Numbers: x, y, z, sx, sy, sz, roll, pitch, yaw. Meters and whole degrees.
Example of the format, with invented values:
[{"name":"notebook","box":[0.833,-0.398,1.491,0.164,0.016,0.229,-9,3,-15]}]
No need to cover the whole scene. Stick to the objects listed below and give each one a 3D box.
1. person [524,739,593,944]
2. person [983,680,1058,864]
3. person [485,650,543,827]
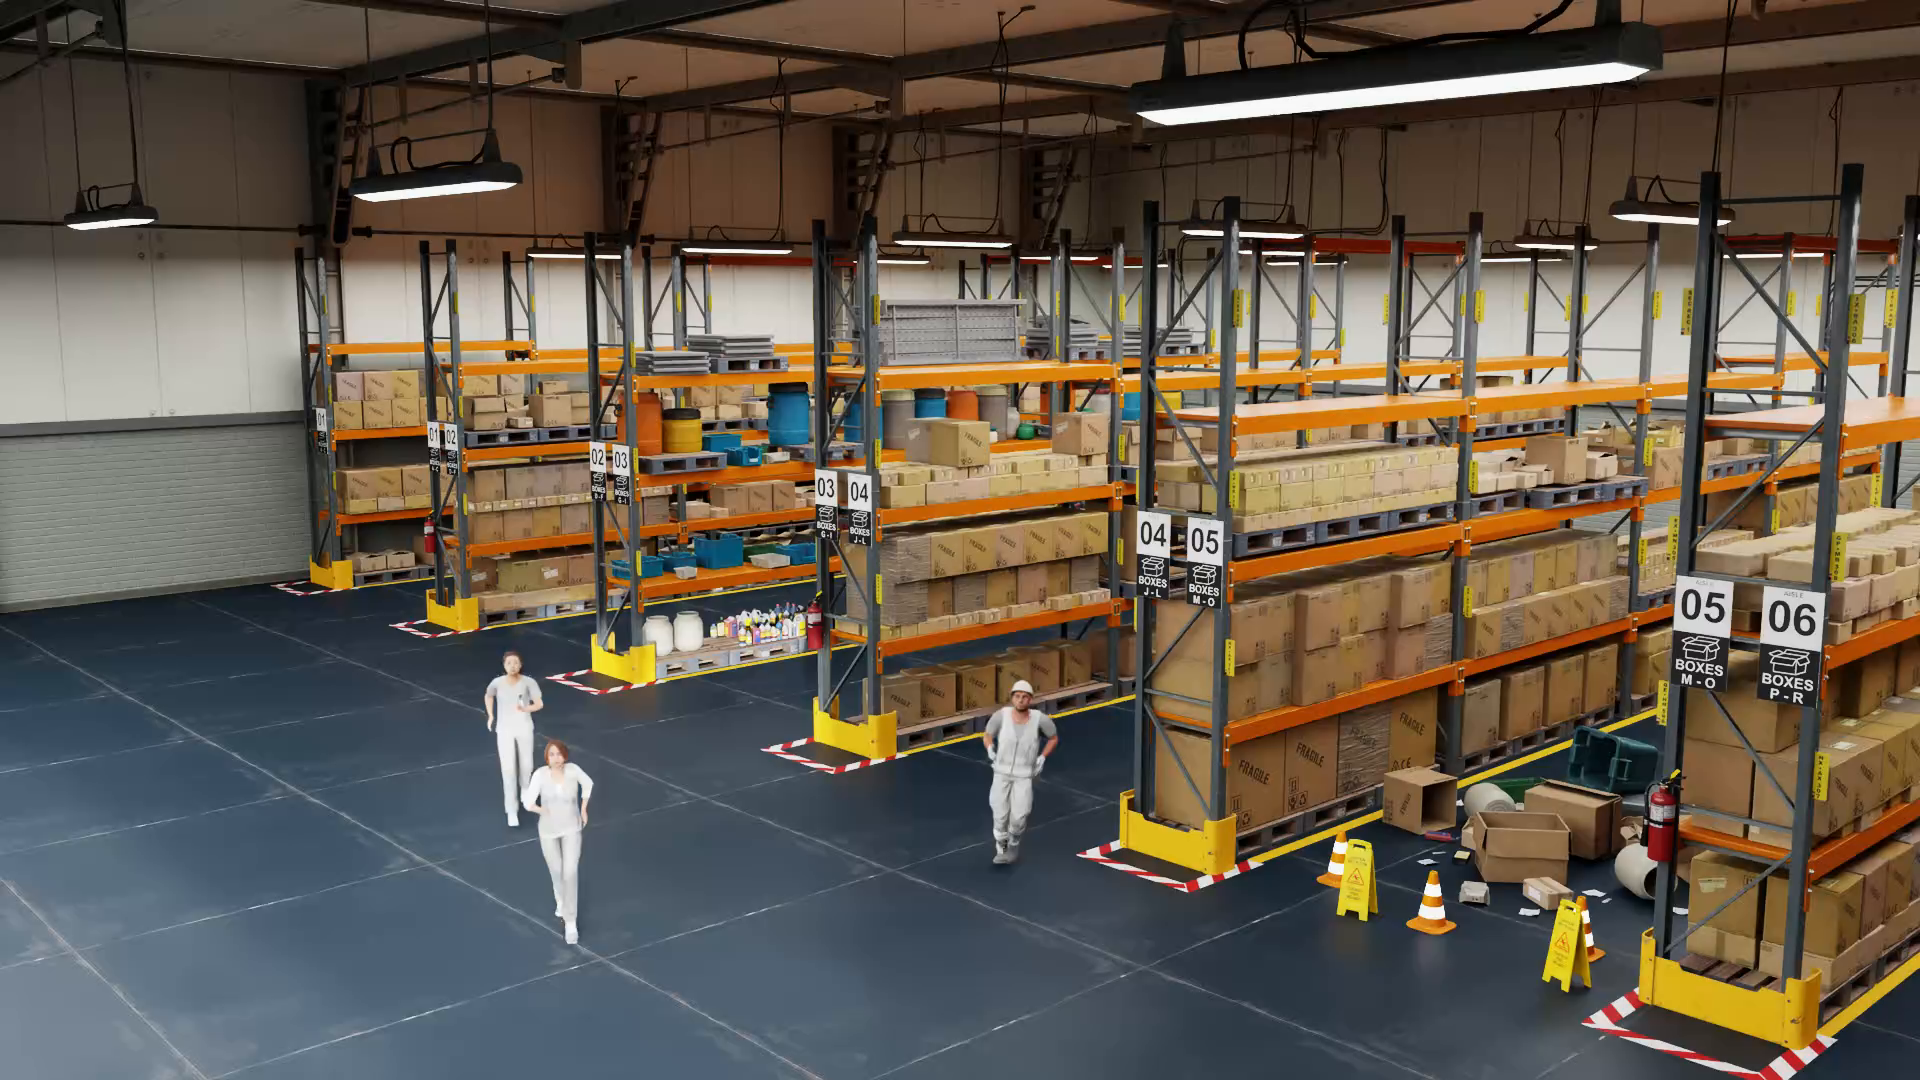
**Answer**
[{"name":"person","box":[-3.261,2.404,13.526,0.525,1.637,0.729,-1,8,-7]},{"name":"person","box":[0.516,2.118,14.955,0.668,1.730,0.601,2,9,11]},{"name":"person","box":[-4.417,1.908,16.508,0.564,1.655,0.969,-2,9,-14]}]
